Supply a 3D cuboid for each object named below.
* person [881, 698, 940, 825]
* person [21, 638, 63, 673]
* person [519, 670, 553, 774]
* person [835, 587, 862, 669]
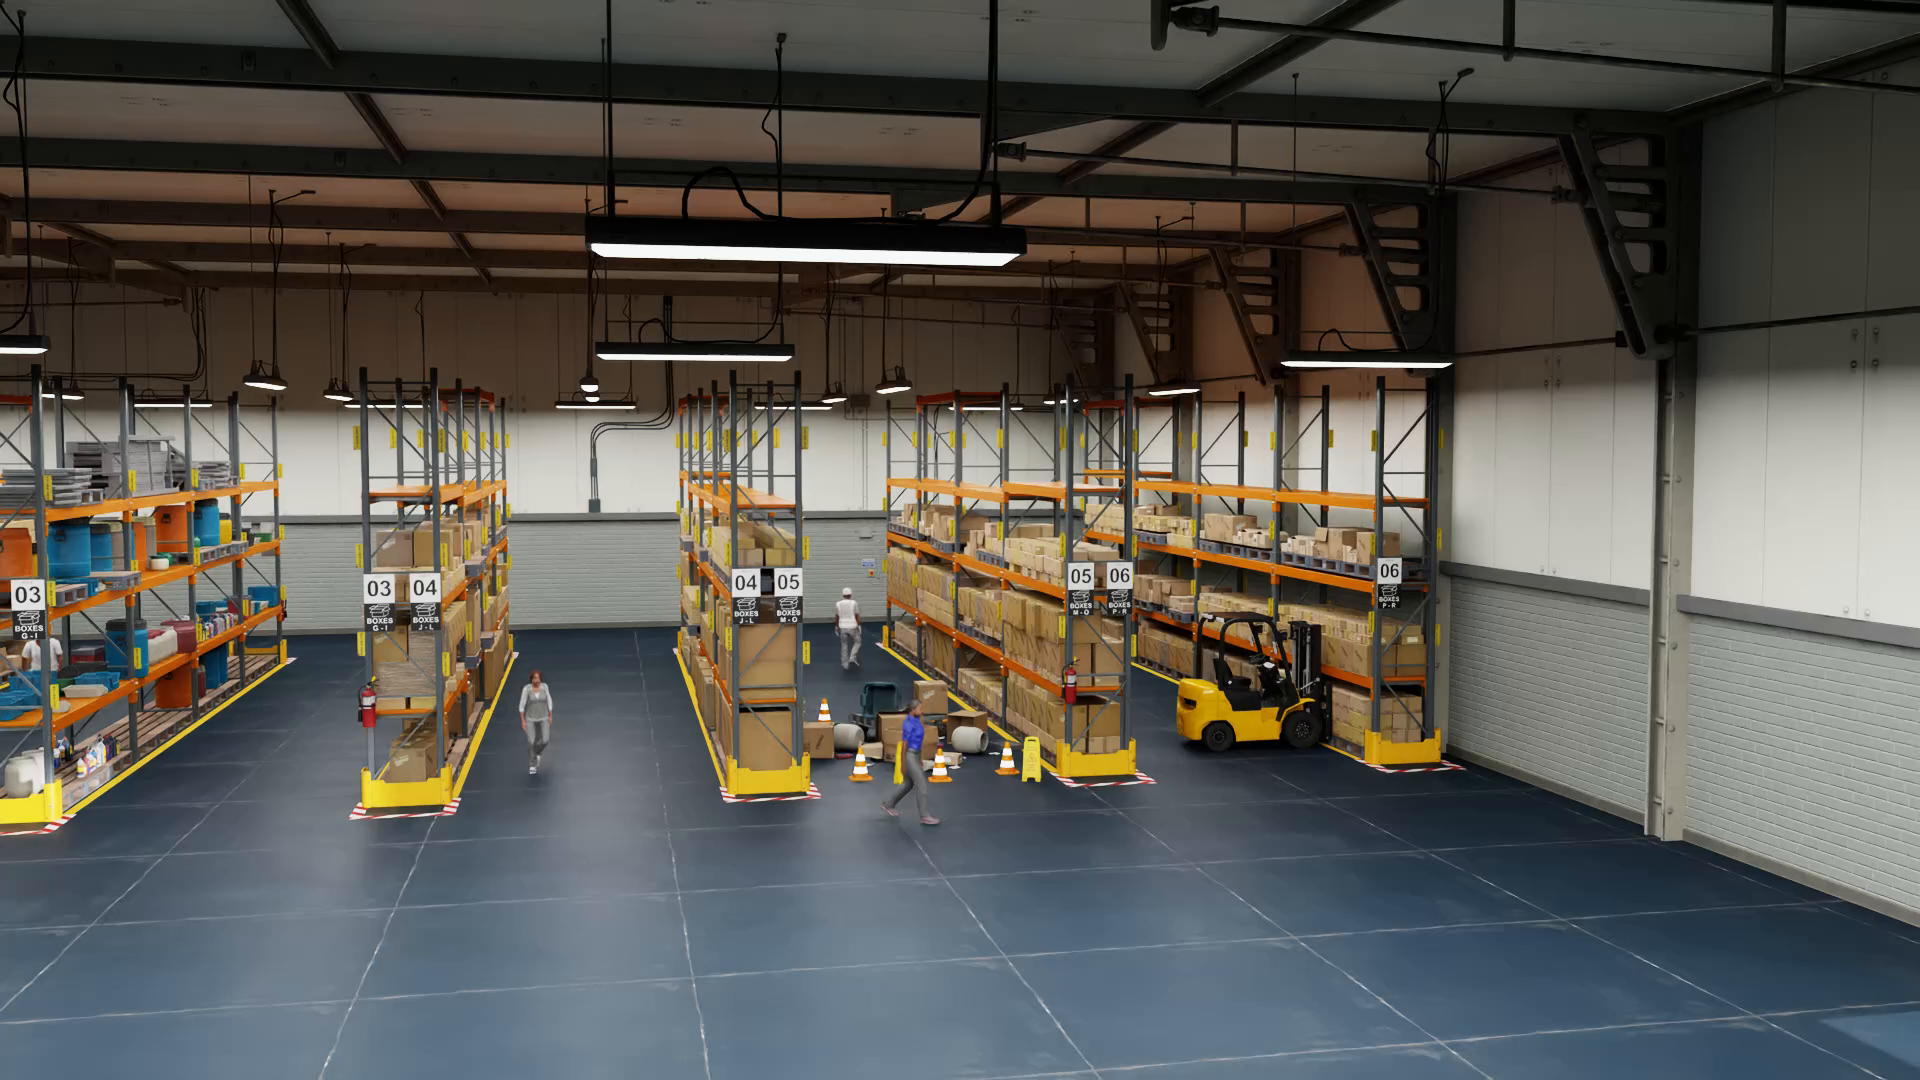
[{"bbox_3d":[-0.656,2.885,21.895,0.854,1.620,0.474,1,3,9],"label":"person"},{"bbox_3d":[-16.417,2.367,29.766,0.659,1.743,0.656,-2,4,-27],"label":"person"},{"bbox_3d":[-6.426,2.729,25.173,0.501,1.582,0.475,-1,4,-21],"label":"person"},{"bbox_3d":[-2.463,1.941,36.516,0.597,1.787,0.486,1,4,17],"label":"person"}]
